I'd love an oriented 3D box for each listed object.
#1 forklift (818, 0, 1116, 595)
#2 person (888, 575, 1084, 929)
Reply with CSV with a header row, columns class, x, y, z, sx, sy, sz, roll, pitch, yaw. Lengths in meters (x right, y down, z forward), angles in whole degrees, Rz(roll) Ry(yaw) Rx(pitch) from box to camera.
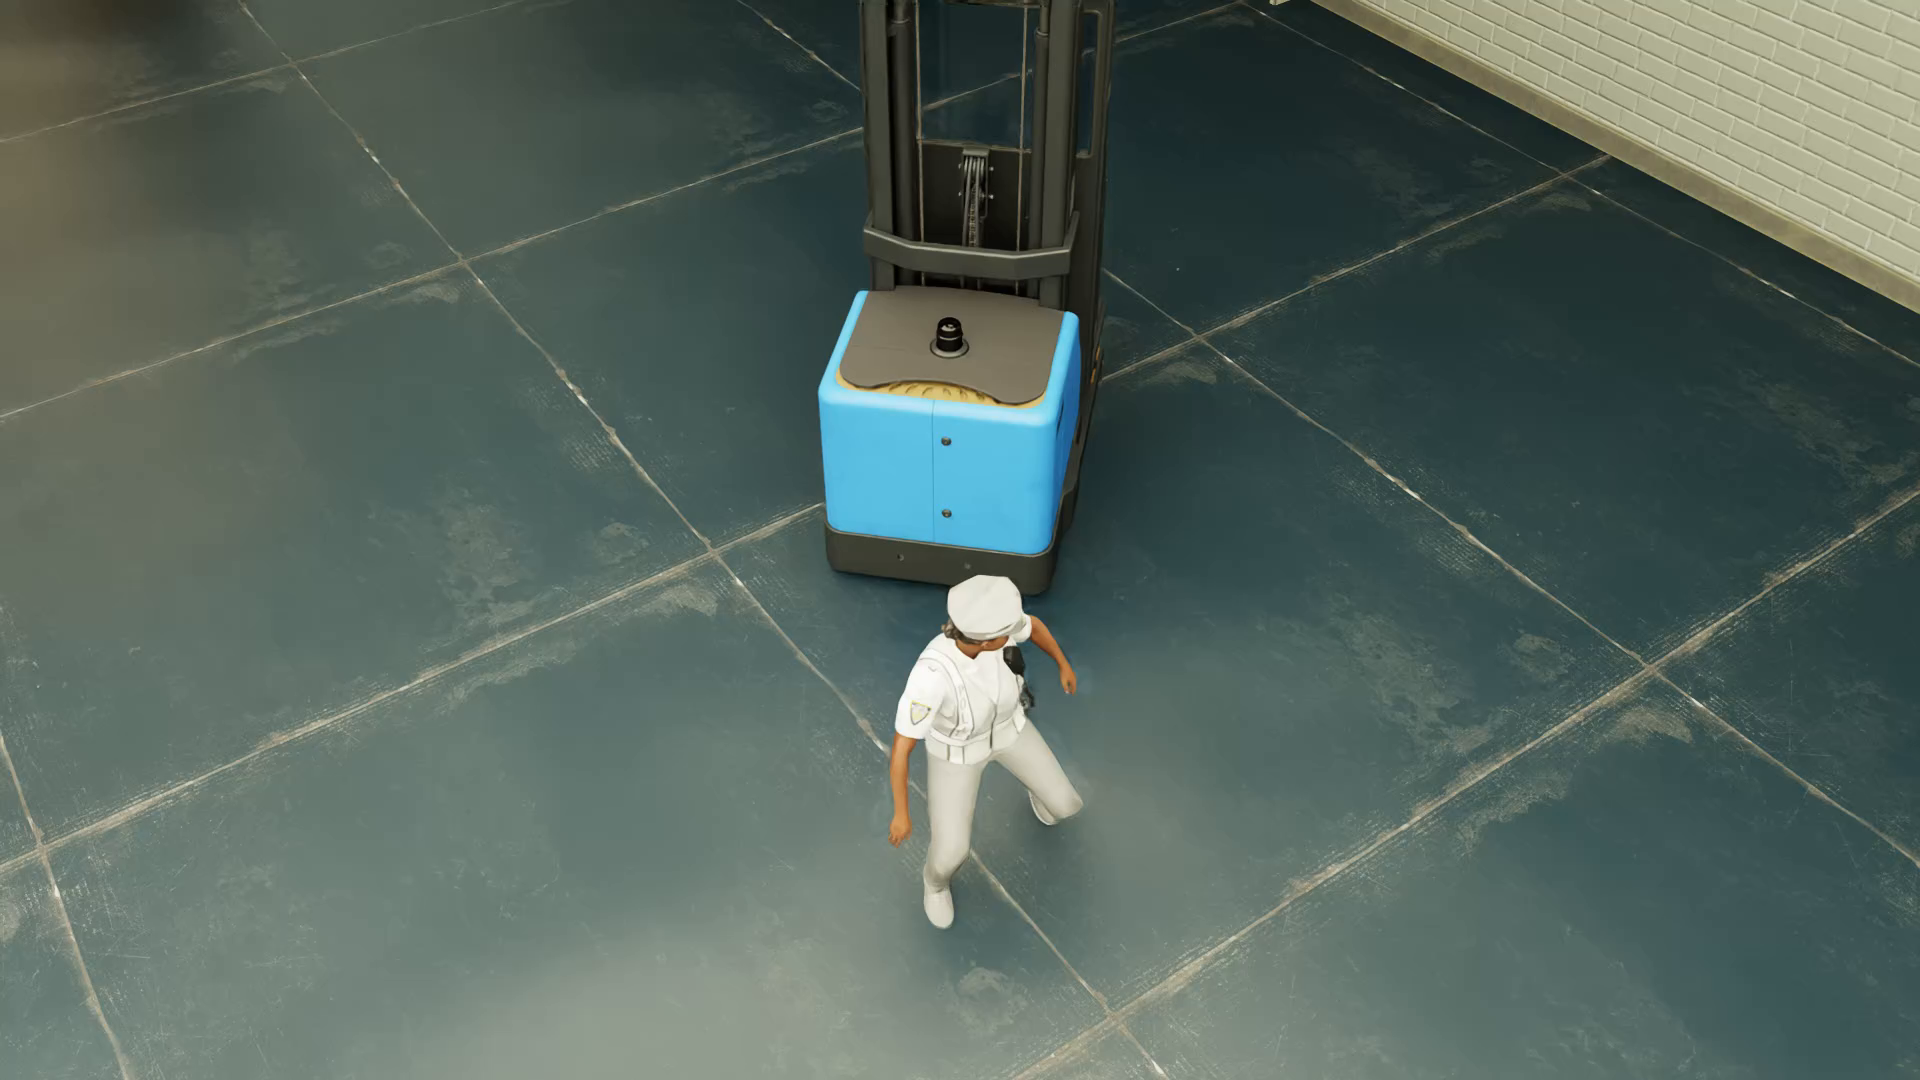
class,x,y,z,sx,sy,sz,roll,pitch,yaw
forklift,0.156,-1.838,7.710,1.130,2.935,3.031,7,43,8
person,0.087,0.745,5.967,0.910,1.552,0.494,-20,46,-21
